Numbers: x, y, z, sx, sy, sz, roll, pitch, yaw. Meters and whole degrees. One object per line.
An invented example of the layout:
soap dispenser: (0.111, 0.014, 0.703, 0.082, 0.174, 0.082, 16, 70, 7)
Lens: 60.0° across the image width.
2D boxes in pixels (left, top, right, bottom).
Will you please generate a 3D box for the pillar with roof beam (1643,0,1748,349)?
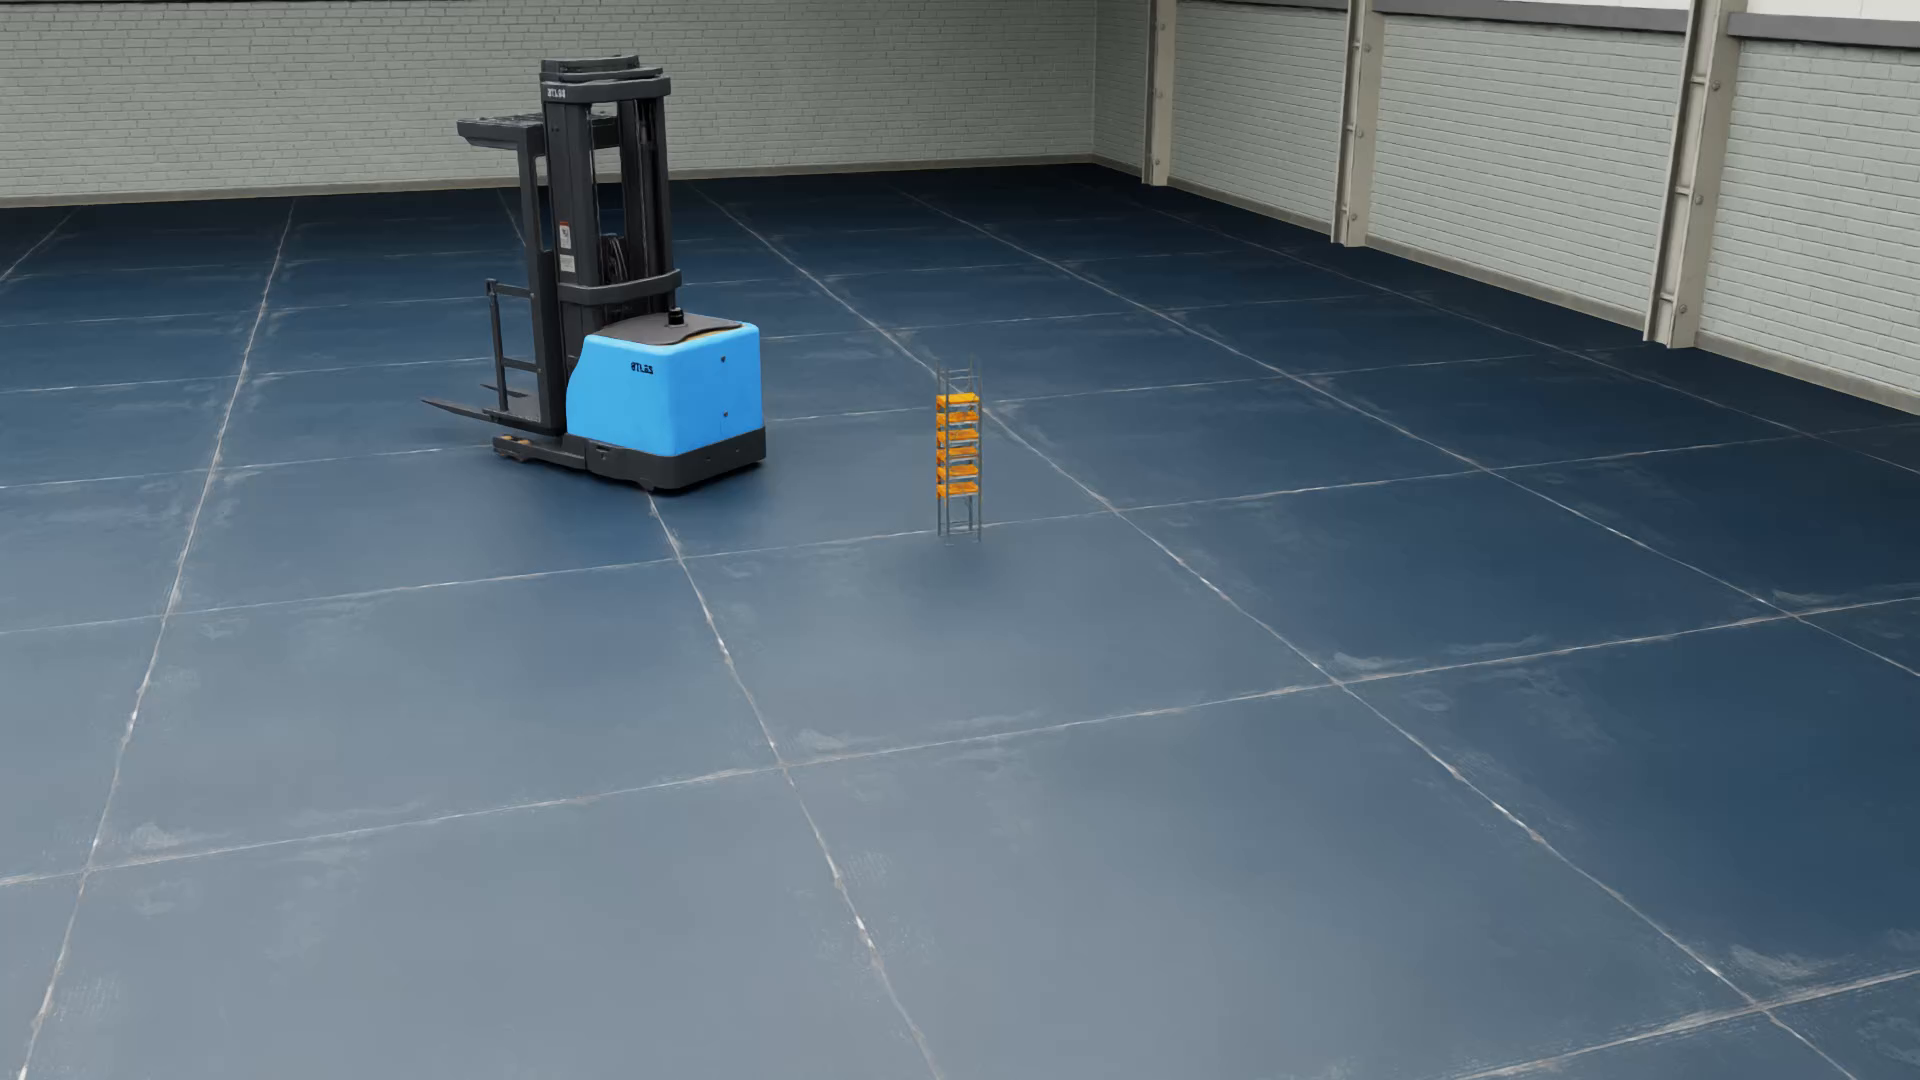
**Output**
pillar with roof beam: (2.856, -5.705, 13.488, 9.100, 9.000, 0.400, -6, 21, -17)

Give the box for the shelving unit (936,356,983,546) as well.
shelving unit: (-0.005, -0.569, 10.727, 0.258, 1.200, 0.189, -6, 21, -17)

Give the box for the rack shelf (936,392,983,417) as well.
rack shelf: (-0.005, -0.866, 10.620, 0.258, 0.103, 0.180, -6, 21, -17)

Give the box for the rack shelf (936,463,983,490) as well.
rack shelf: (-0.005, -0.415, 10.782, 0.258, 0.103, 0.180, -6, 21, -17)

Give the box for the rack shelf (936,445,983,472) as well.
rack shelf: (-0.005, -0.528, 10.742, 0.258, 0.103, 0.180, -6, 21, -17)

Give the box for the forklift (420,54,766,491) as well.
forklift: (-2.940, -2.100, 12.426, 3.031, 2.935, 1.130, 14, 24, 34)

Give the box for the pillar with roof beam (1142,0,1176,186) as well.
pillar with roof beam: (-0.916, -9.556, 24.209, 9.100, 9.000, 0.400, -6, 21, -17)

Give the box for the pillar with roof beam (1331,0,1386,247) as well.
pillar with roof beam: (0.970, -7.630, 18.848, 9.100, 9.000, 0.400, -6, 21, -17)

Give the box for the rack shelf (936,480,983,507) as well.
rack shelf: (-0.005, -0.302, 10.823, 0.258, 0.103, 0.180, -6, 21, -17)

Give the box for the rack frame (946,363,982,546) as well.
rack frame: (0.024, -0.540, 10.645, 0.240, 1.200, 0.006, -6, 21, -17)

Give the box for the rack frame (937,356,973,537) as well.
rack frame: (-0.033, -0.599, 10.808, 0.240, 1.200, 0.006, -6, 21, -17)

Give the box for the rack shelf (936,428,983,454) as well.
rack shelf: (-0.005, -0.640, 10.701, 0.258, 0.103, 0.180, -6, 21, -17)

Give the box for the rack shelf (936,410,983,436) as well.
rack shelf: (-0.005, -0.753, 10.660, 0.258, 0.103, 0.180, -6, 21, -17)
